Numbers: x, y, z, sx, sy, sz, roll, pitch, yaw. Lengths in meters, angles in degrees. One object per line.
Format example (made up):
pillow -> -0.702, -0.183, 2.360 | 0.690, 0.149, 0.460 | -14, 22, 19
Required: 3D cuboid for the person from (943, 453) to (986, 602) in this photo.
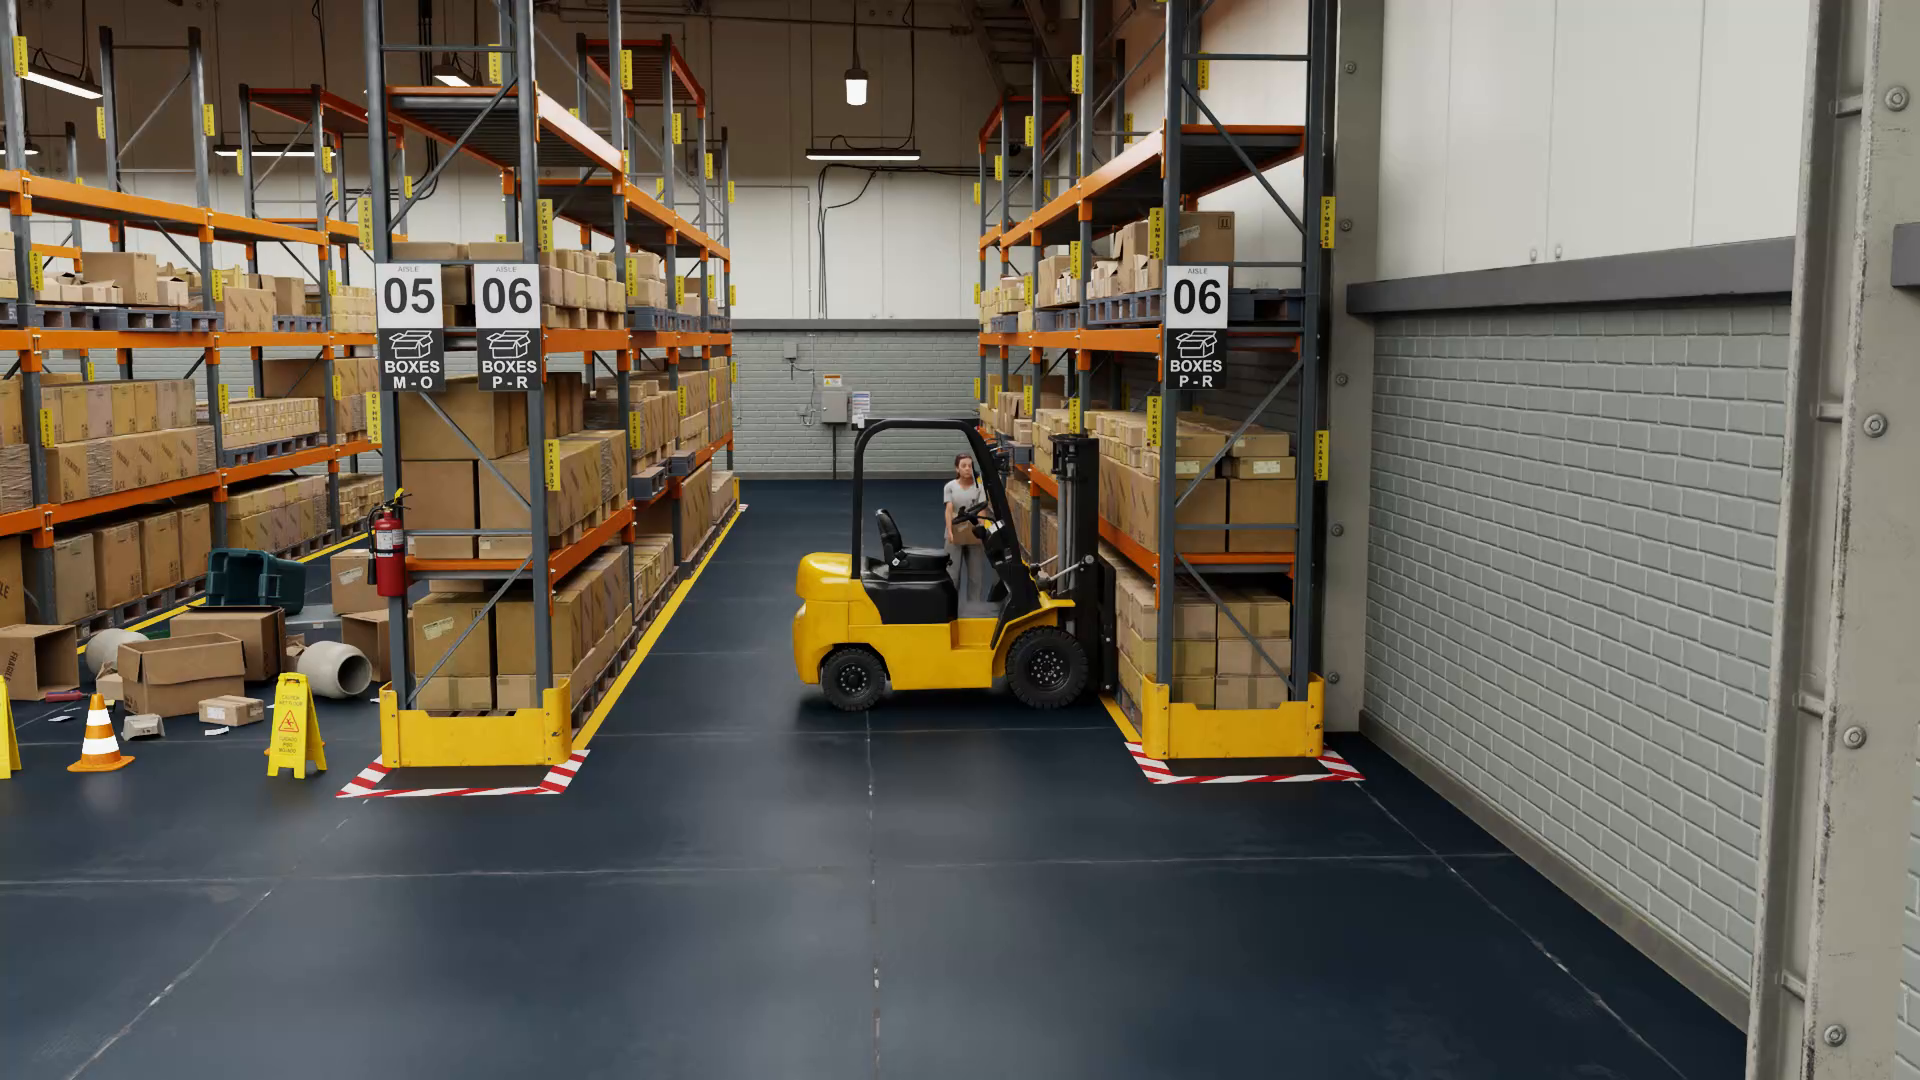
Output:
person -> 0.050, 0.023, 15.620 | 0.409, 1.668, 0.525 | -1, 7, -5
